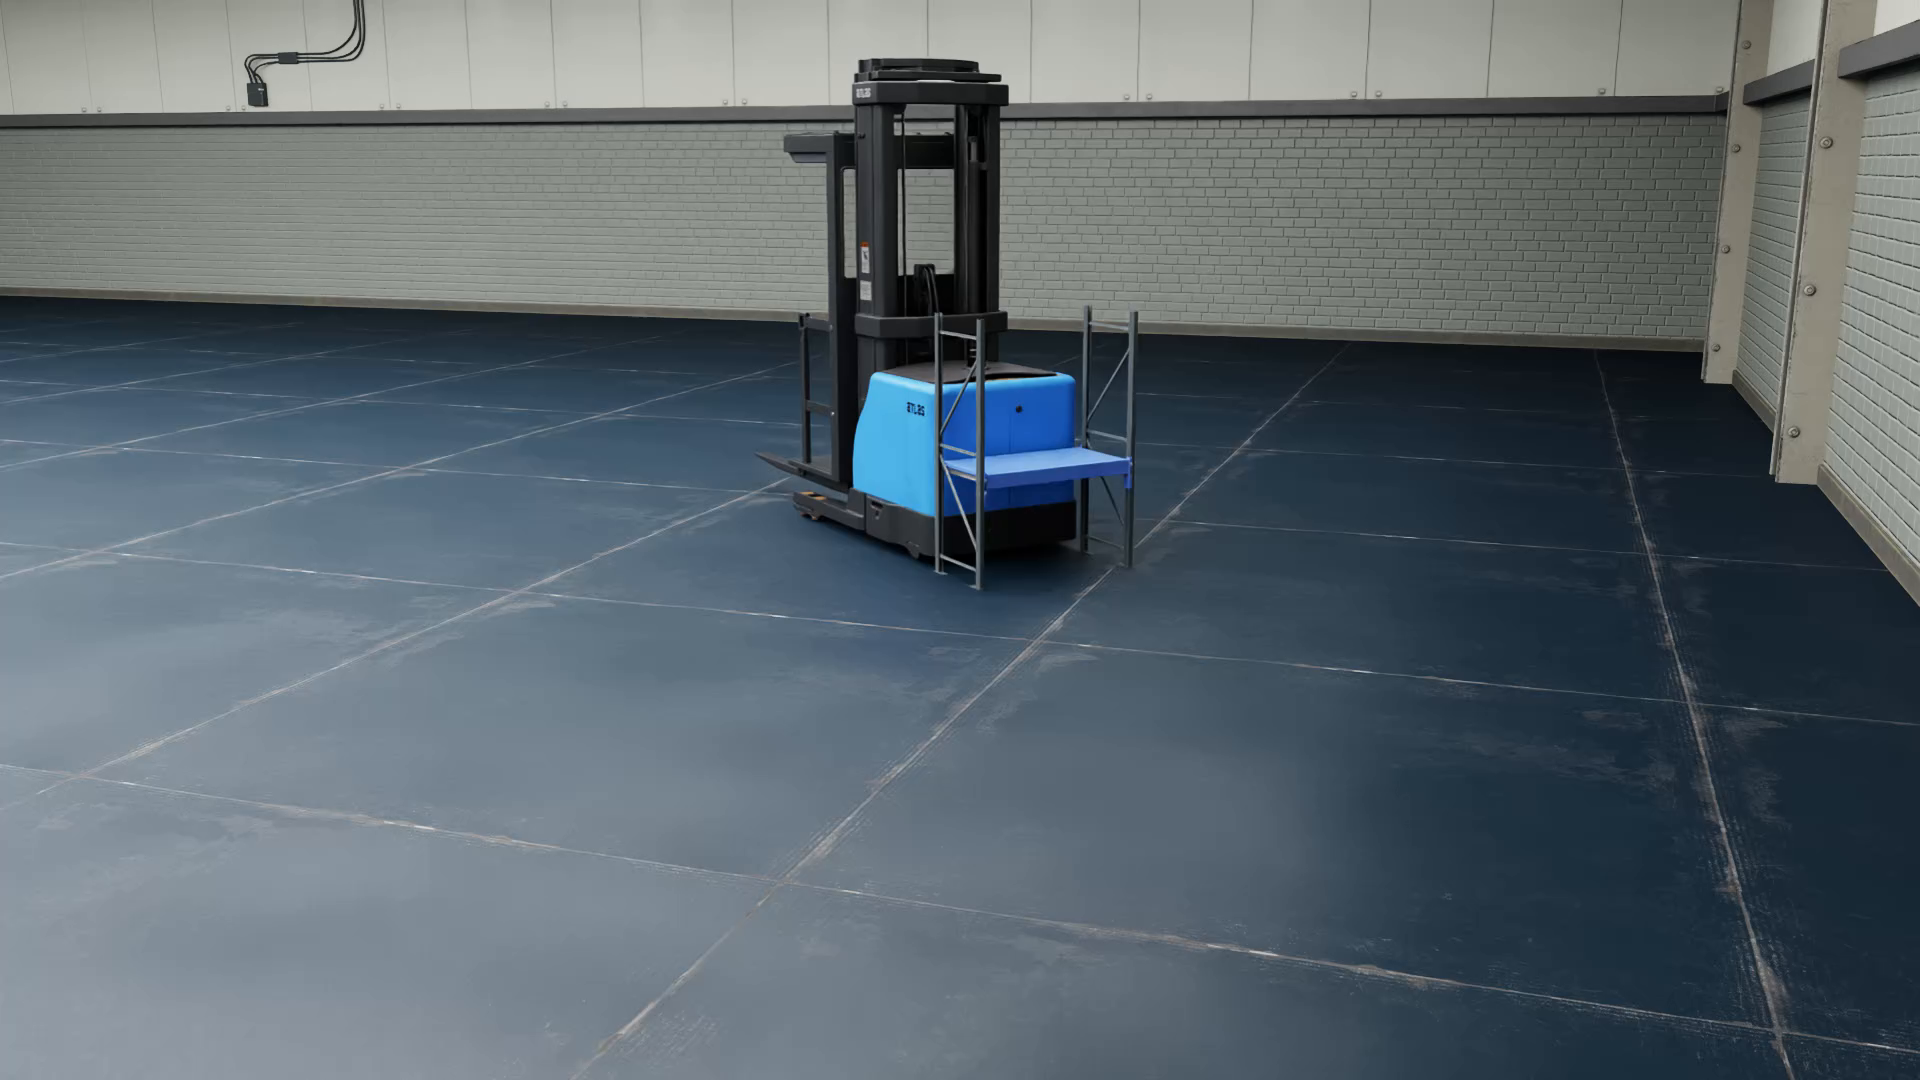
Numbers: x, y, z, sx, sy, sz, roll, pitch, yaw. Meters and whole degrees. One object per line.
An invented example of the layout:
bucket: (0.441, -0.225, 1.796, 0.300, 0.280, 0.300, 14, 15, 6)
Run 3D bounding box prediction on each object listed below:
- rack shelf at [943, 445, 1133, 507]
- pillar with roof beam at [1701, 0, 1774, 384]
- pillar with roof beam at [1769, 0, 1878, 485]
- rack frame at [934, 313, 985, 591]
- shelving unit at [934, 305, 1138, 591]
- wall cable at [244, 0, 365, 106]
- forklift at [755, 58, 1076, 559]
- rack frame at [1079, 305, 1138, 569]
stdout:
rack shelf: (0.434, -0.379, 9.586, 1.000, 0.185, 0.538, -7, 15, -30)
pillar with roof beam: (4.148, -6.420, 18.393, 9.100, 9.000, 0.400, 4, 14, 18)
pillar with roof beam: (2.206, -5.157, 12.858, 9.100, 9.000, 0.400, 4, 14, 18)
rack frame: (-0.004, -0.497, 9.294, 0.032, 1.500, 0.500, -7, 15, -30)
shelving unit: (0.434, -0.554, 9.546, 1.048, 1.500, 0.538, -7, 15, -30)
wall cable: (-10.402, -9.874, 25.884, 2.305, 6.003, 0.169, 4, 14, 18)
forklift: (-0.463, -1.600, 10.911, 1.130, 2.935, 3.031, -7, 15, -29)
rack frame: (0.871, -0.612, 9.798, 0.032, 1.500, 0.500, -7, 15, -30)
